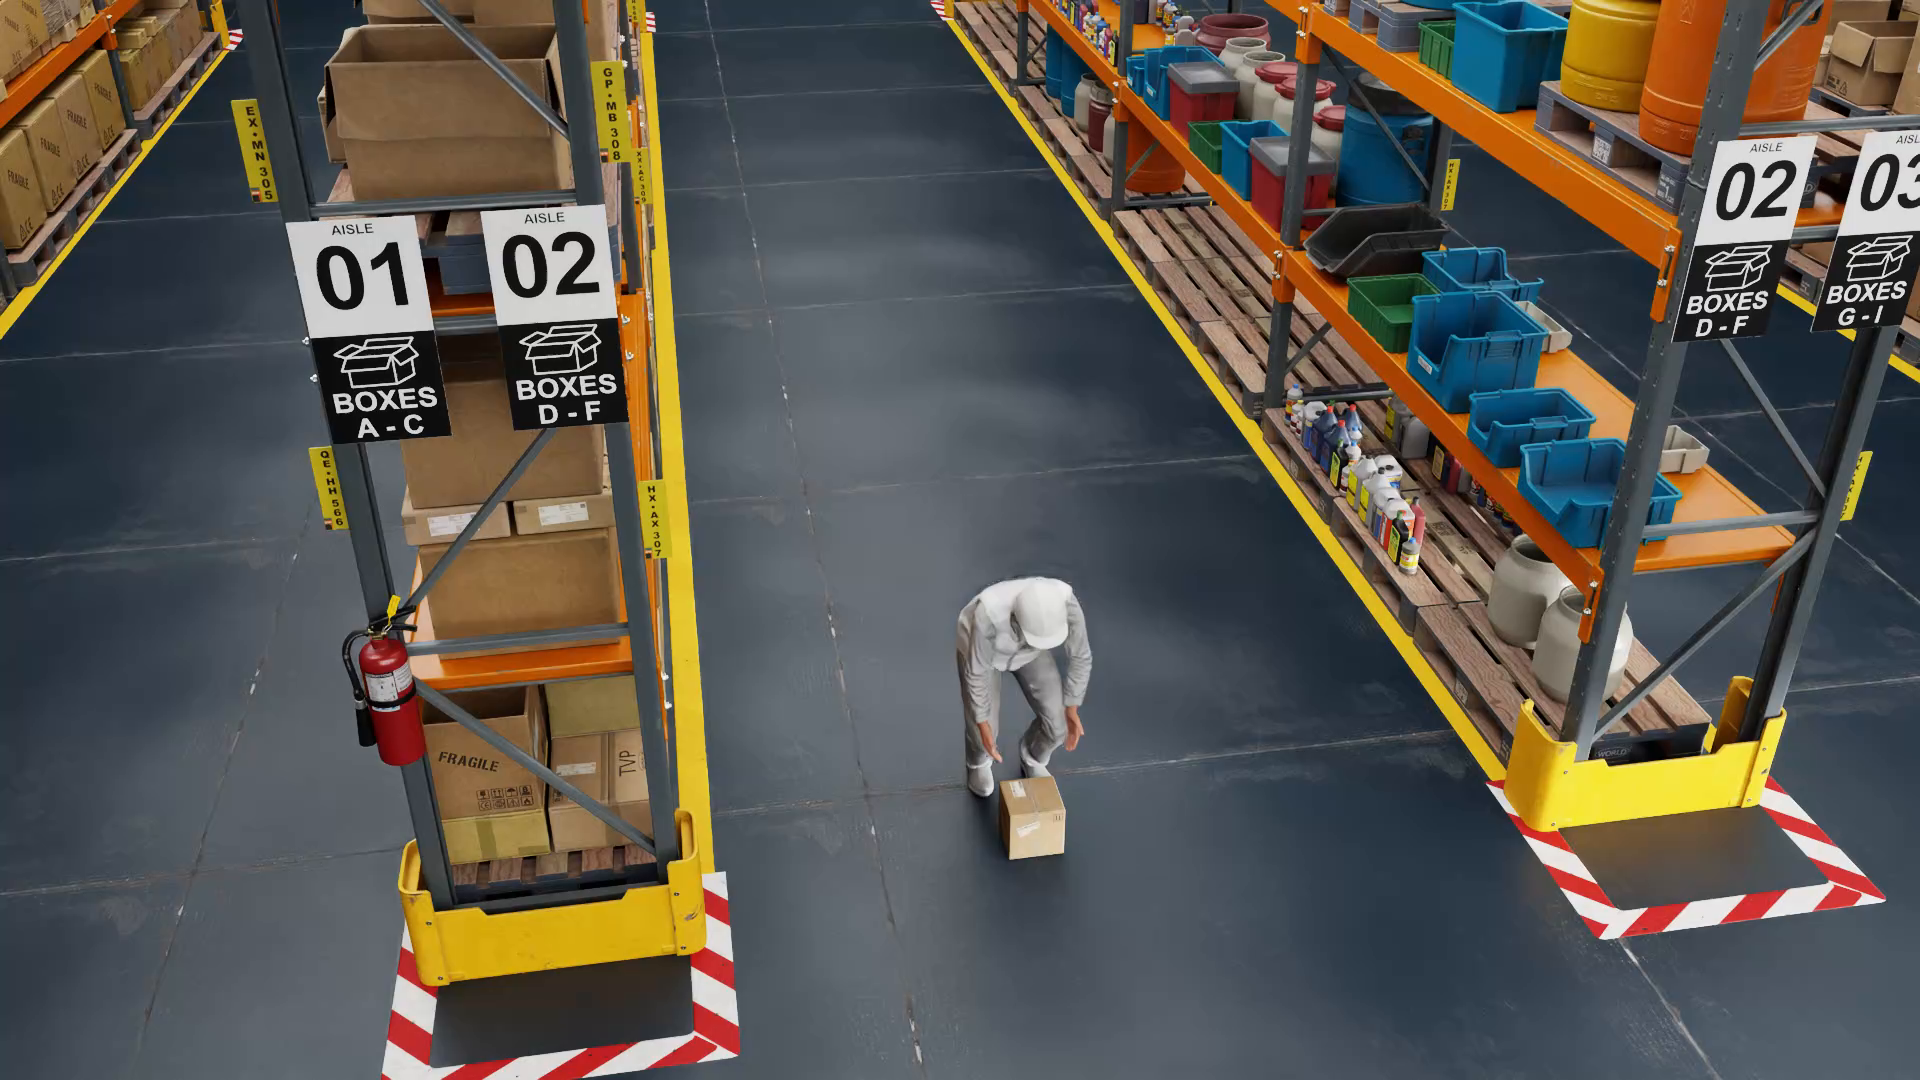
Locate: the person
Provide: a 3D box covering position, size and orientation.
[{"bbox_3d":[0.266,0.844,7.570,0.507,0.897,1.002,-6,31,-11],"label":"person"}]
